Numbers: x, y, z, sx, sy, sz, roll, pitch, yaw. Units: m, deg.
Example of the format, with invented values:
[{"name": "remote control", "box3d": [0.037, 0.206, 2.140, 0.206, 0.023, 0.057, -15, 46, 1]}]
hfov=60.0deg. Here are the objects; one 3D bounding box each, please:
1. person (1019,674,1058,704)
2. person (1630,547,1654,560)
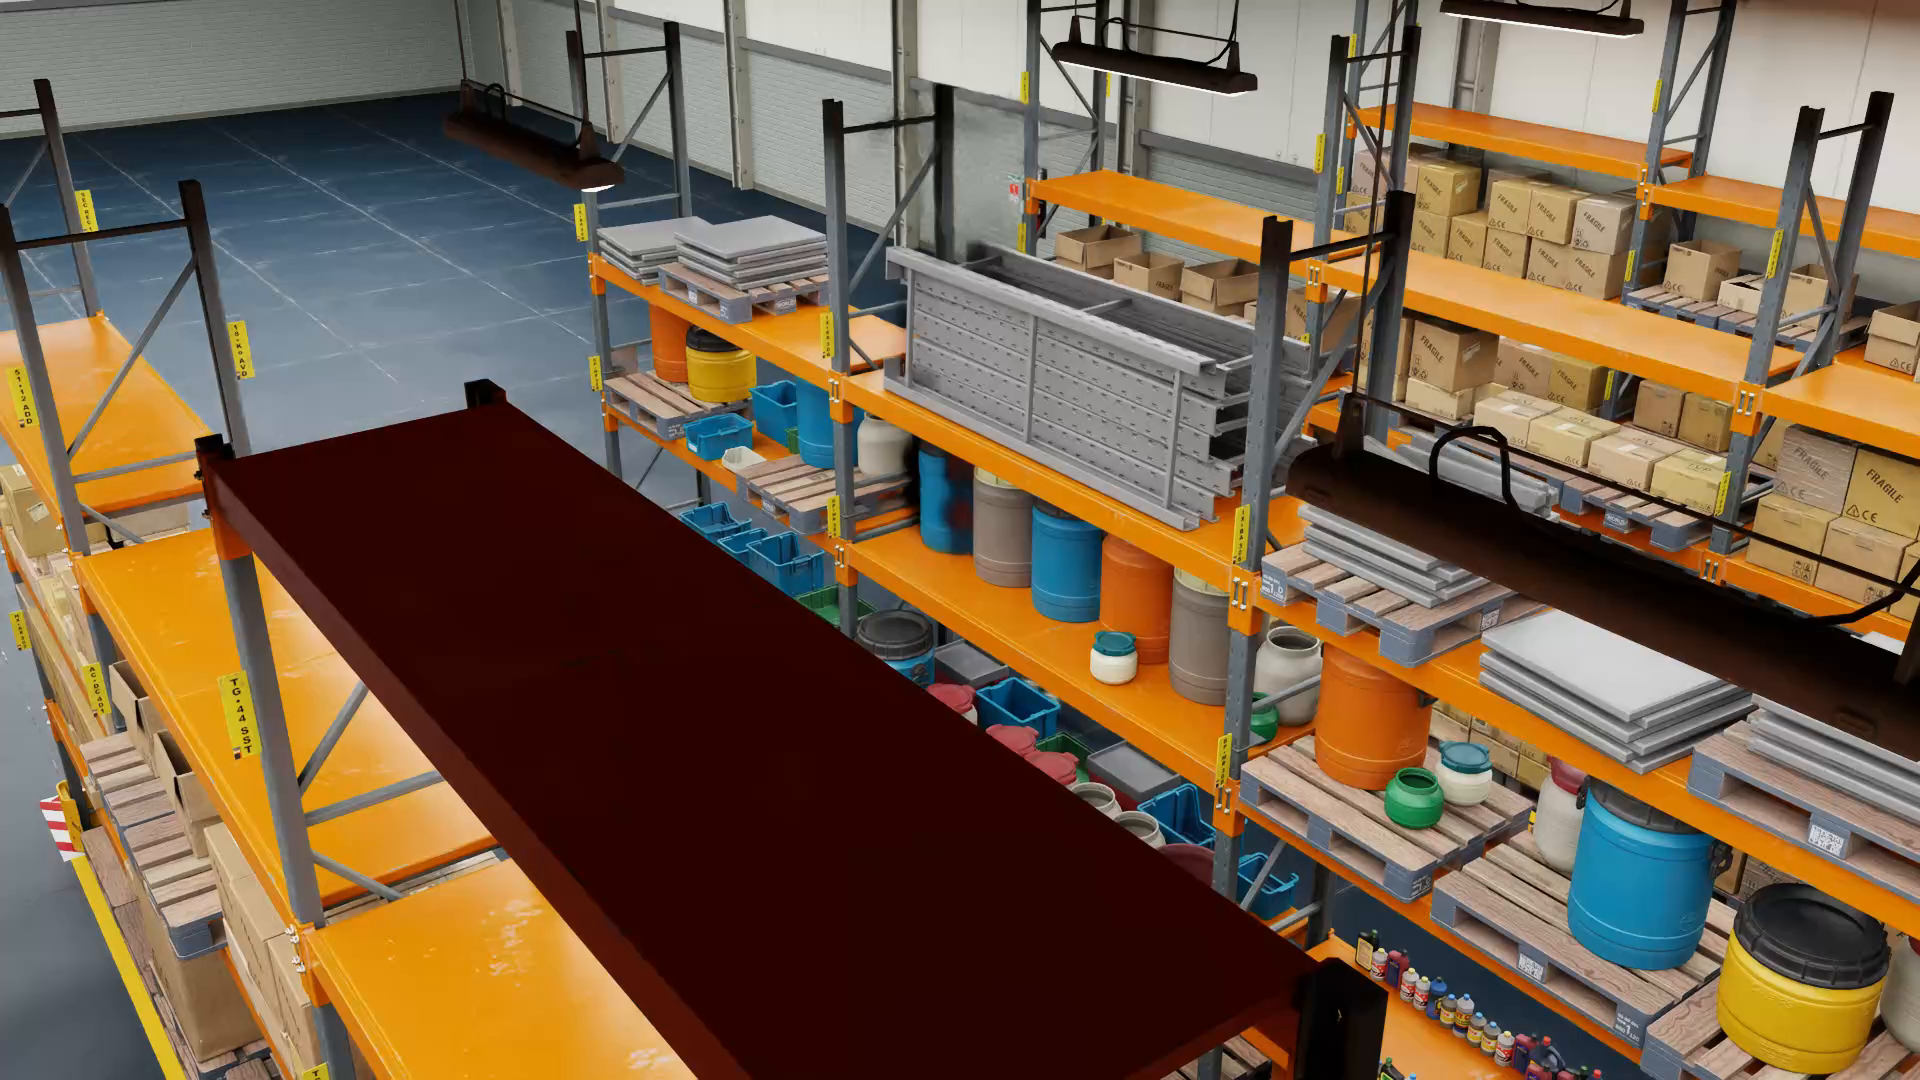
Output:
[{"name": "person", "box3d": [0.666, 0.720, 15.299, 0.631, 1.843, 0.735, -23, 33, -40]}, {"name": "person", "box3d": [6.197, 0.777, 15.386, 0.555, 1.609, 0.550, -14, 28, -27]}]
